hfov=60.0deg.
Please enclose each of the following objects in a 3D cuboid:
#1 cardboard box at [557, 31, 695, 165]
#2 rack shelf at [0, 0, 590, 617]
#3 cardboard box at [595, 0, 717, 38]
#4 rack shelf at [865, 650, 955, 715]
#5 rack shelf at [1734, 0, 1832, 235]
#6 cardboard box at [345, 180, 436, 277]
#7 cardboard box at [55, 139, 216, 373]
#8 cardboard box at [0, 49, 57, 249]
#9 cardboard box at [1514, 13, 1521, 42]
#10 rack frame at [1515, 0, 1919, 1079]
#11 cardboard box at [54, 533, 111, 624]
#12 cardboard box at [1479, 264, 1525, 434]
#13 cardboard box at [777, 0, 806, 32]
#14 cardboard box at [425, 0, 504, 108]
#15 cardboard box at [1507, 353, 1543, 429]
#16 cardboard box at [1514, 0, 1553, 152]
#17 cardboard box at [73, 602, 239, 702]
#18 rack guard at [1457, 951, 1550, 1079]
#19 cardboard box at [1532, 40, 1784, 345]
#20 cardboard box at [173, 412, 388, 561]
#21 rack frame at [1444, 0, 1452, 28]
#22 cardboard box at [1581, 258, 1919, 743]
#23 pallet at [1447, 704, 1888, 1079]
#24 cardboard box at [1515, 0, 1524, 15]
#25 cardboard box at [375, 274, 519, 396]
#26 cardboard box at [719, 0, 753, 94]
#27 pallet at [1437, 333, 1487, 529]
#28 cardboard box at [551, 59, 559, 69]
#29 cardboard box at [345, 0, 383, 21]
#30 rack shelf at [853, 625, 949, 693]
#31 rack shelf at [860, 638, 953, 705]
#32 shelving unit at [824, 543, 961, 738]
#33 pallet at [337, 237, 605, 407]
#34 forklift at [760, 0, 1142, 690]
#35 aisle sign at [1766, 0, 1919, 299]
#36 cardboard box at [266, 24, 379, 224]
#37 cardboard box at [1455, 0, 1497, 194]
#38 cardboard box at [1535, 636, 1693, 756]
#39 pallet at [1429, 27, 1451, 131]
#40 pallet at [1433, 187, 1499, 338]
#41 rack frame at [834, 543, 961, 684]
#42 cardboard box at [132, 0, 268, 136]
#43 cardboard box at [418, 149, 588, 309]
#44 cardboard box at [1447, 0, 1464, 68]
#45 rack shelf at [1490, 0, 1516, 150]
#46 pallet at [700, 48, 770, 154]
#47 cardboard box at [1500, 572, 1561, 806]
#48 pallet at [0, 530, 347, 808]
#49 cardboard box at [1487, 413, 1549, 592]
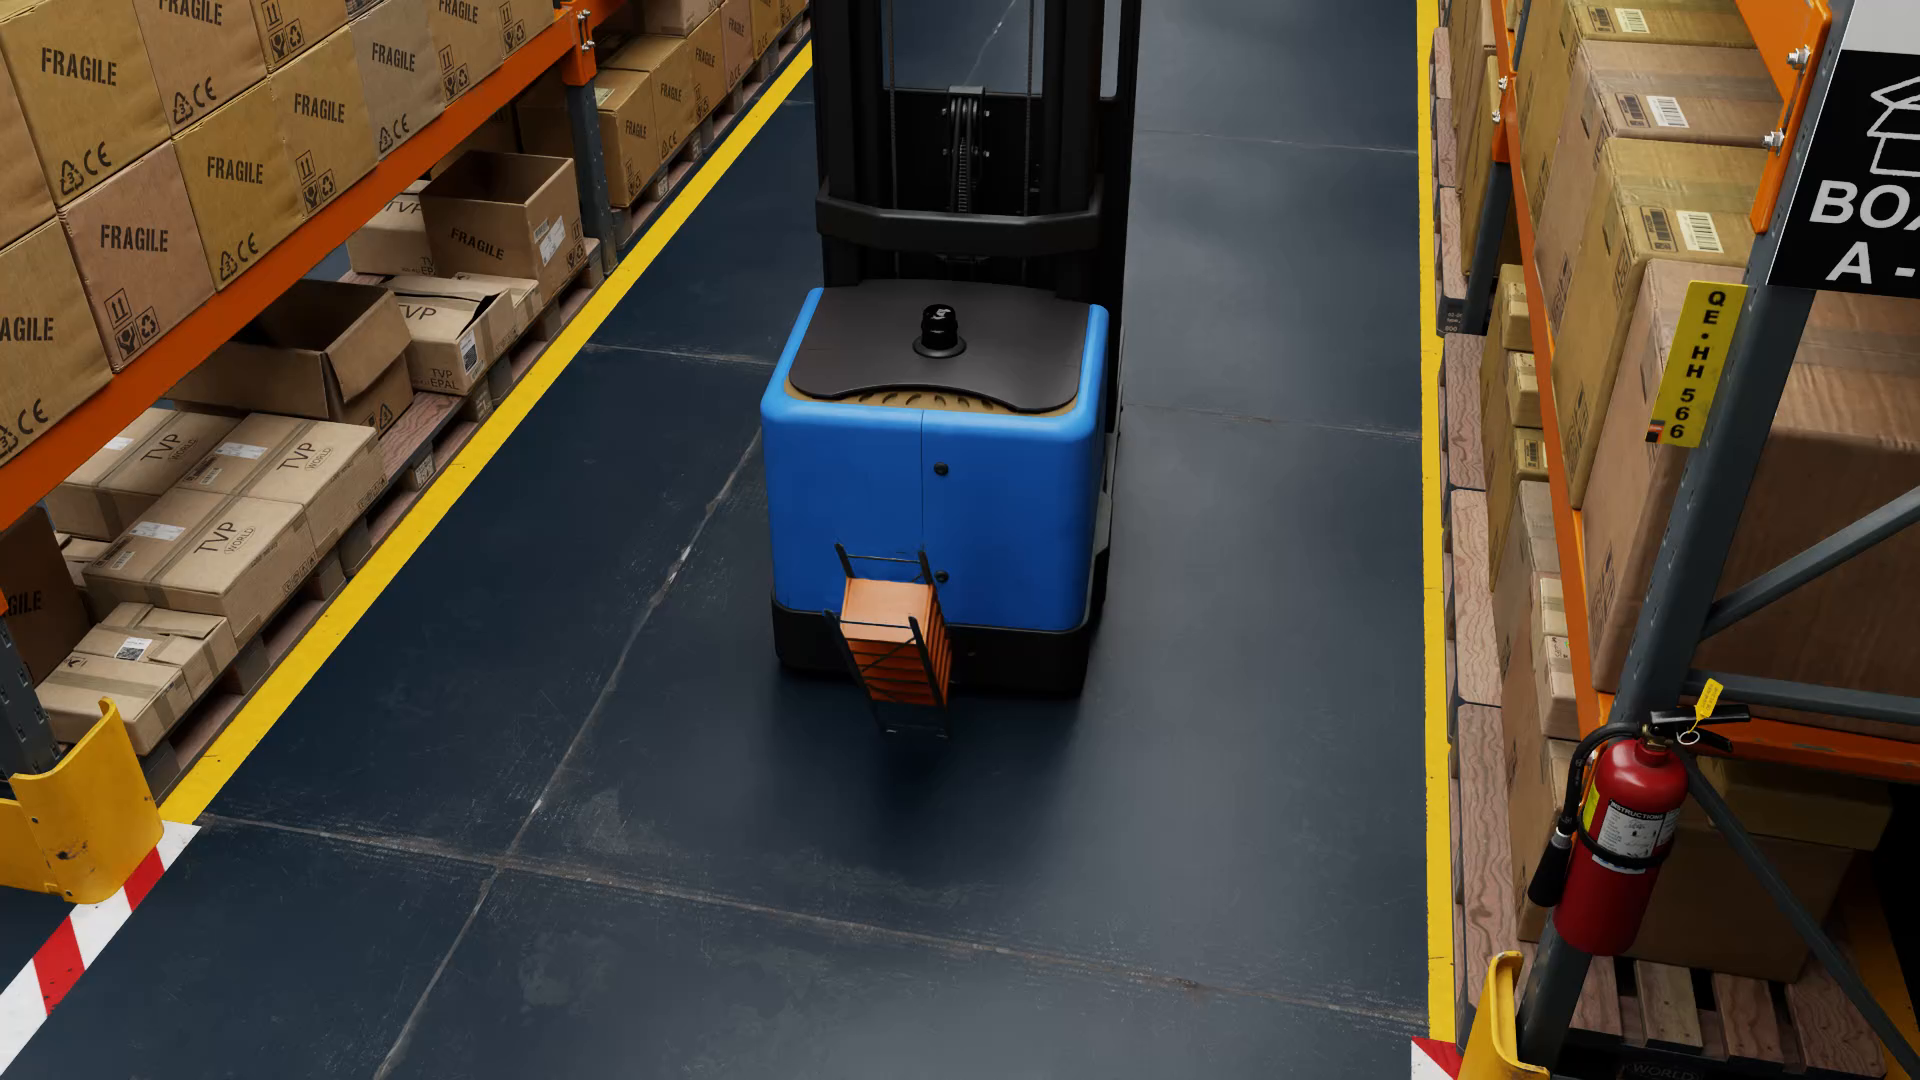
[{"bbox_3d":[-1.718,-2.296,8.617,0.500,0.500,0.500,8,37,11],"label":"cardboard box"},{"bbox_3d":[-2.590,-1.138,5.878,1.077,0.370,4.000,7,37,10],"label":"rack shelf"},{"bbox_3d":[-1.608,-2.866,8.764,0.500,0.250,0.500,7,37,10],"label":"cardboard box"},{"bbox_3d":[-0.152,0.427,5.117,0.258,0.103,0.180,5,69,7],"label":"rack shelf"},{"bbox_3d":[2.250,-1.734,4.144,1.077,0.370,4.000,7,37,10],"label":"rack shelf"},{"bbox_3d":[-2.464,-1.452,7.614,0.500,0.311,0.500,7,37,10],"label":"cardboard box"},{"bbox_3d":[-2.560,-0.841,4.769,0.500,0.500,0.500,7,37,10],"label":"cardboard box"},{"bbox_3d":[-2.665,-0.950,4.067,0.500,0.500,0.500,8,37,11],"label":"cardboard box"},{"bbox_3d":[2.473,-2.093,6.779,0.380,0.149,0.250,8,37,10],"label":"cardboard box"},{"bbox_3d":[1.820,0.335,3.231,0.949,2.616,0.053,7,37,10],"label":"rack frame"},{"bbox_3d":[-2.967,0.123,5.564,0.380,0.166,0.250,7,37,10],"label":"cardboard box"},{"bbox_3d":[2.418,-0.699,6.431,0.700,0.500,0.500,8,37,11],"label":"cardboard box"},{"bbox_3d":[-1.279,-3.470,10.237,0.500,0.500,0.500,9,37,12],"label":"cardboard box"},{"bbox_3d":[-2.128,-2.002,6.371,0.500,0.500,0.500,8,37,11],"label":"cardboard box"},{"bbox_3d":[2.055,-0.489,5.589,0.380,0.149,0.250,6,36,9],"label":"cardboard box"},{"bbox_3d":[2.546,-1.770,5.880,0.980,0.700,0.700,8,37,11],"label":"cardboard box"},{"bbox_3d":[-2.539,0.346,5.256,0.380,0.166,0.250,7,37,10],"label":"cardboard box"},{"bbox_3d":[1.818,1.362,3.945,1.175,0.500,0.348,7,37,10],"label":"rack guard"},{"bbox_3d":[2.239,-0.934,4.727,0.980,0.700,0.700,6,36,8],"label":"cardboard box"},{"bbox_3d":[-2.410,-0.197,5.934,0.500,0.250,0.500,7,37,10],"label":"cardboard box"},{"bbox_3d":[3.532,-4.251,9.559,1.000,3.000,0.127,7,37,10],"label":"rack frame"},{"bbox_3d":[1.922,-0.079,3.548,0.980,0.700,0.700,9,37,12],"label":"cardboard box"},{"bbox_3d":[1.917,0.997,4.695,1.003,0.211,1.213,7,37,10],"label":"pallet"},{"bbox_3d":[2.530,-2.423,6.681,0.500,0.500,0.500,7,36,9],"label":"cardboard box"},{"bbox_3d":[-2.167,-0.873,6.815,0.500,0.311,0.500,7,37,10],"label":"cardboard box"},{"bbox_3d":[-1.496,-2.872,9.411,0.500,0.500,0.500,6,36,8],"label":"cardboard box"},{"bbox_3d":[2.439,-0.402,6.625,1.003,0.211,1.213,7,37,10],"label":"pallet"},{"bbox_3d":[-2.224,-2.343,8.682,0.500,0.500,0.500,7,37,10],"label":"cardboard box"},{"bbox_3d":[-2.232,-2.116,5.677,0.500,0.500,0.500,8,37,10],"label":"cardboard box"},{"bbox_3d":[-0.171,0.340,4.894,0.258,0.103,0.180,5,69,7],"label":"rack shelf"},{"bbox_3d":[-0.161,0.384,5.005,0.258,0.103,0.180,5,69,7],"label":"rack shelf"},{"bbox_3d":[-0.174,0.324,4.853,0.258,1.200,0.189,5,69,7],"label":"shelving unit"},{"bbox_3d":[-2.310,-1.053,7.524,1.003,0.211,1.213,7,37,10],"label":"pallet"},{"bbox_3d":[0.081,-1.549,5.889,1.130,2.935,3.031,4,36,6],"label":"forklift"},{"bbox_3d":[1.515,-0.713,2.463,0.394,0.787,0.004,7,37,10],"label":"aisle sign"},{"bbox_3d":[-2.341,-1.415,5.561,0.500,0.500,0.500,8,37,11],"label":"cardboard box"},{"bbox_3d":[2.876,-2.156,8.143,0.750,0.750,0.750,8,37,11],"label":"cardboard box"},{"bbox_3d":[1.724,0.405,4.355,0.380,0.149,0.250,7,37,9],"label":"cardboard box"},{"bbox_3d":[3.290,-2.679,9.766,1.003,0.211,1.213,7,37,10],"label":"pallet"},{"bbox_3d":[2.769,-1.280,7.836,1.003,0.211,1.213,7,37,10],"label":"pallet"},{"bbox_3d":[-0.163,0.239,4.885,0.240,1.200,0.006,5,69,7],"label":"rack frame"},{"bbox_3d":[-2.449,-1.537,4.877,0.500,0.500,0.500,8,37,11],"label":"cardboard box"},{"bbox_3d":[-2.007,-1.380,7.353,0.500,0.500,0.500,7,37,10],"label":"cardboard box"},{"bbox_3d":[3.247,-3.145,9.507,0.750,0.750,0.750,7,36,9],"label":"cardboard box"},{"bbox_3d":[3.105,-2.813,8.188,1.077,0.370,4.000,7,37,10],"label":"rack shelf"},{"bbox_3d":[-1.767,-2.620,9.685,1.003,0.211,1.213,7,37,10],"label":"pallet"},{"bbox_3d":[1.982,0.477,4.808,0.700,0.500,0.500,7,37,10],"label":"cardboard box"},{"bbox_3d":[-2.832,0.345,5.594,1.003,0.211,1.213,7,37,10],"label":"pallet"},{"bbox_3d":[2.195,-0.118,5.629,0.700,0.500,0.500,8,37,11],"label":"cardboard box"}]
